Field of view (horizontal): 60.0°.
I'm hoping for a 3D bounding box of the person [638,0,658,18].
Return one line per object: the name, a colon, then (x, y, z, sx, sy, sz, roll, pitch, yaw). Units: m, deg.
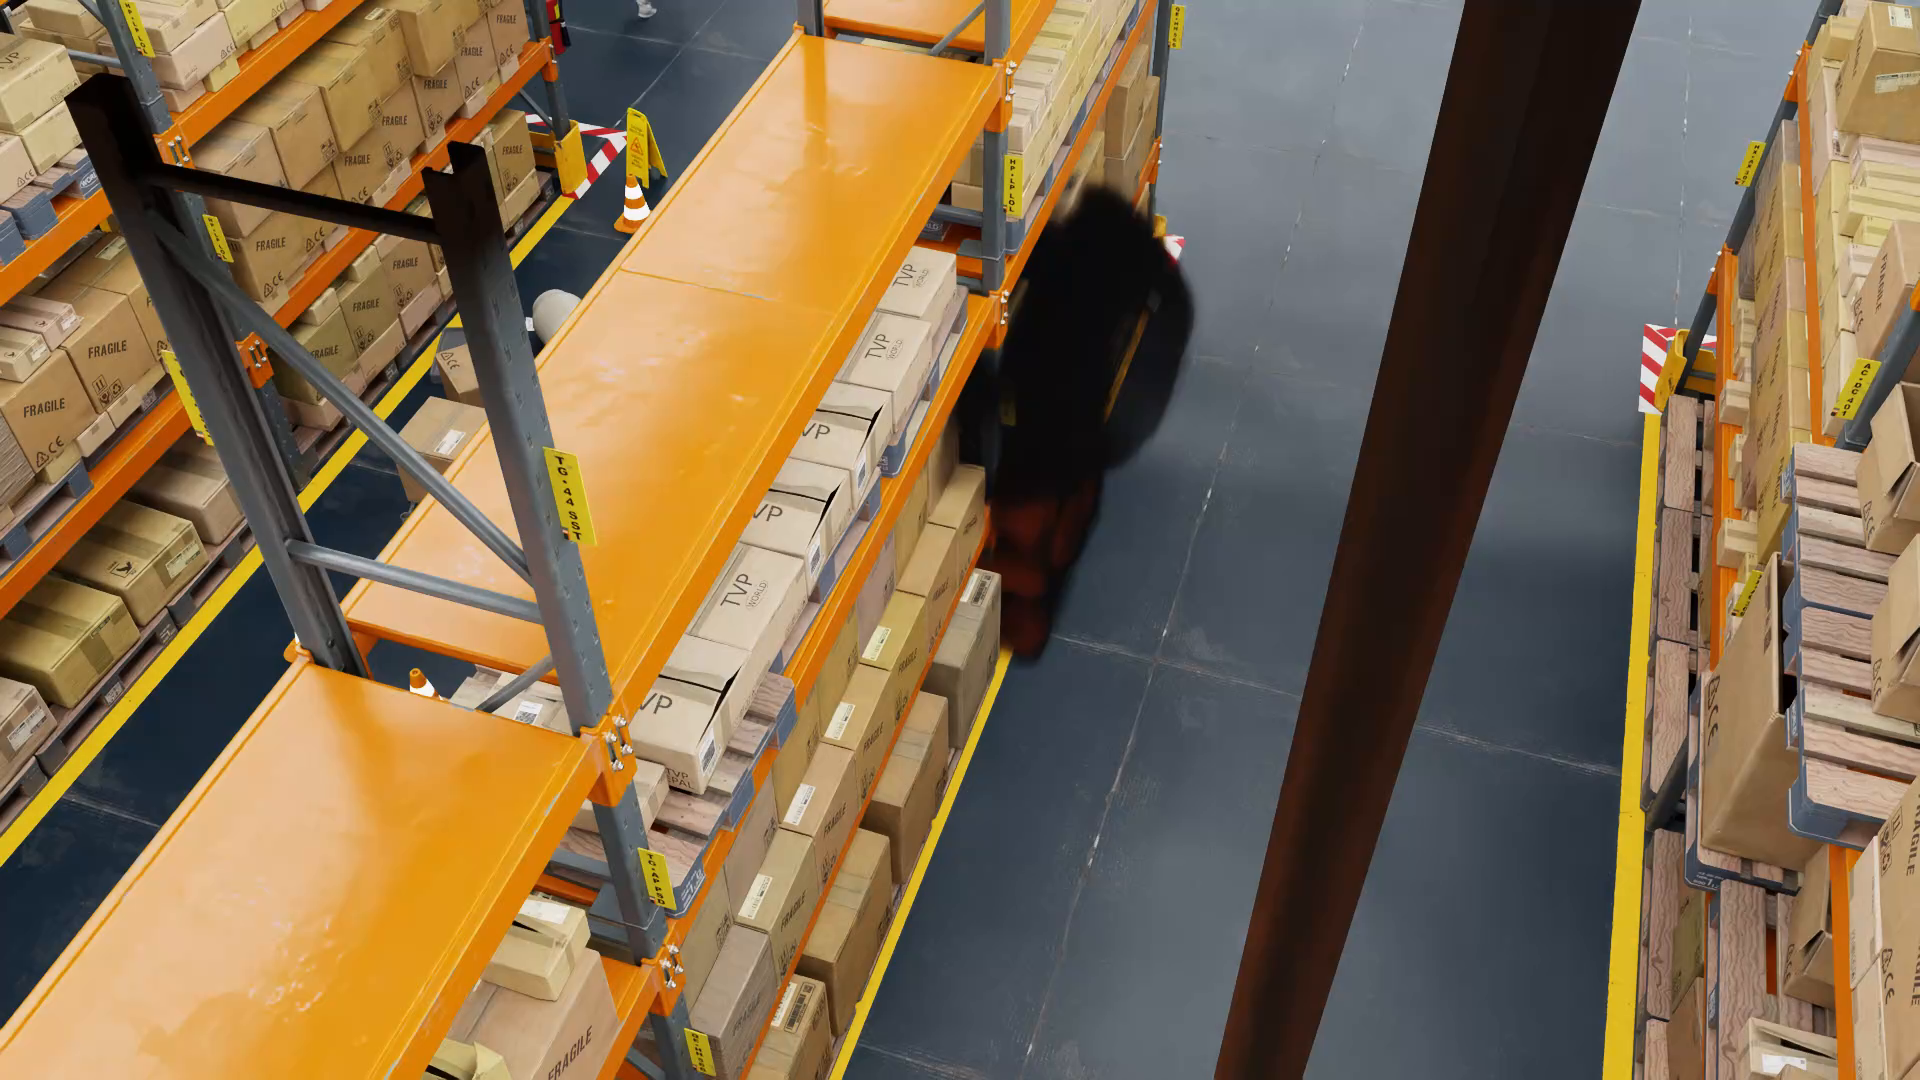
person: (-3.054, -5.756, 15.715, 0.780, 1.608, 0.539, 18, 48, 17)
